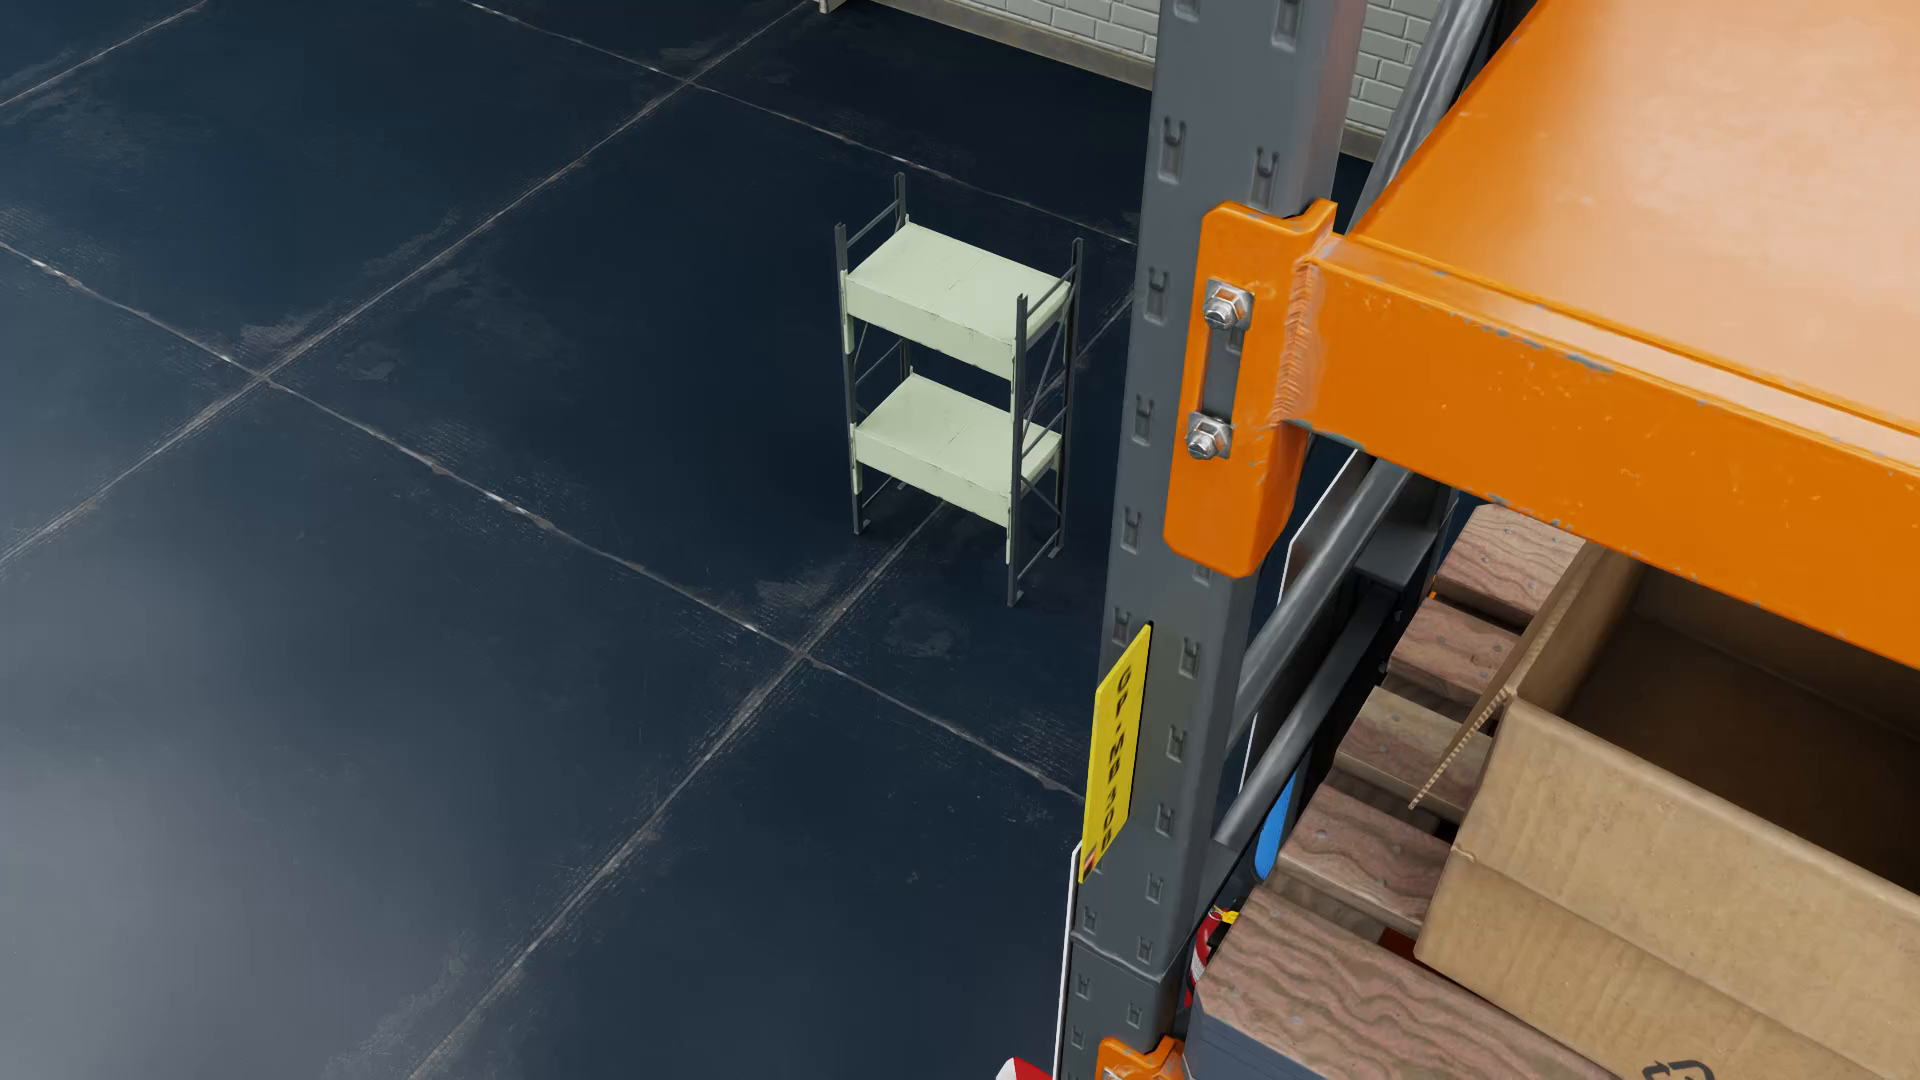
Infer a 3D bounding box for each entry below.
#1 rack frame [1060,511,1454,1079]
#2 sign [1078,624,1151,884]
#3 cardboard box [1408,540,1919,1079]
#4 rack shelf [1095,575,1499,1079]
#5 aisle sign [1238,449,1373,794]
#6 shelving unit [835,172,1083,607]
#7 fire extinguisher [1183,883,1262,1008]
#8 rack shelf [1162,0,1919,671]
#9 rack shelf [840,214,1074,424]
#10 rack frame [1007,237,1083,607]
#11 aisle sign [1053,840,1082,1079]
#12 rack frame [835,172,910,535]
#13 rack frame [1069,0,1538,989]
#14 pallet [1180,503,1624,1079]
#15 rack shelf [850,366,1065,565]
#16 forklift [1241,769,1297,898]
[{"bbox_3d":[0.460,1.268,3.426,0.127,3.000,1.000,25,51,22],"label":"rack frame"},{"bbox_3d":[0.155,0.224,1.685,0.005,0.325,0.100,25,51,22],"label":"sign"},{"bbox_3d":[0.941,0.217,1.894,0.637,0.503,0.797,28,52,25],"label":"cardboard box"},{"bbox_3d":[2.143,1.248,1.856,4.000,0.370,1.077,25,51,22],"label":"rack shelf"},{"bbox_3d":[0.563,0.160,2.691,0.004,0.787,0.394,25,51,22],"label":"aisle sign"},{"bbox_3d":[-0.006,-0.525,6.215,0.755,1.500,0.431,25,51,22],"label":"shelving unit"},{"bbox_3d":[0.611,0.969,3.771,0.183,0.674,0.296,25,51,22],"label":"fire extinguisher"},{"bbox_3d":[2.143,0.342,0.923,4.000,0.370,1.077,25,51,22],"label":"rack shelf"},{"bbox_3d":[-0.006,-0.797,5.935,0.720,0.370,0.431,25,51,22],"label":"rack shelf"},{"bbox_3d":[0.302,-0.384,6.077,0.023,1.500,0.400,25,51,22],"label":"rack frame"},{"bbox_3d":[0.239,0.522,2.339,0.004,0.787,0.394,25,51,22],"label":"aisle sign"},{"bbox_3d":[-0.314,-0.667,6.352,0.023,1.500,0.400,25,51,22],"label":"rack frame"},{"bbox_3d":[0.460,-0.822,1.274,0.127,3.000,1.000,25,51,22],"label":"rack frame"},{"bbox_3d":[1.041,0.543,2.101,1.213,0.211,1.003,25,51,22],"label":"pallet"},{"bbox_3d":[-0.006,-0.298,6.448,0.720,0.370,0.431,25,51,22],"label":"rack shelf"},{"bbox_3d":[2.288,0.780,3.949,1.130,2.935,3.031,-33,54,-28],"label":"forklift"}]
